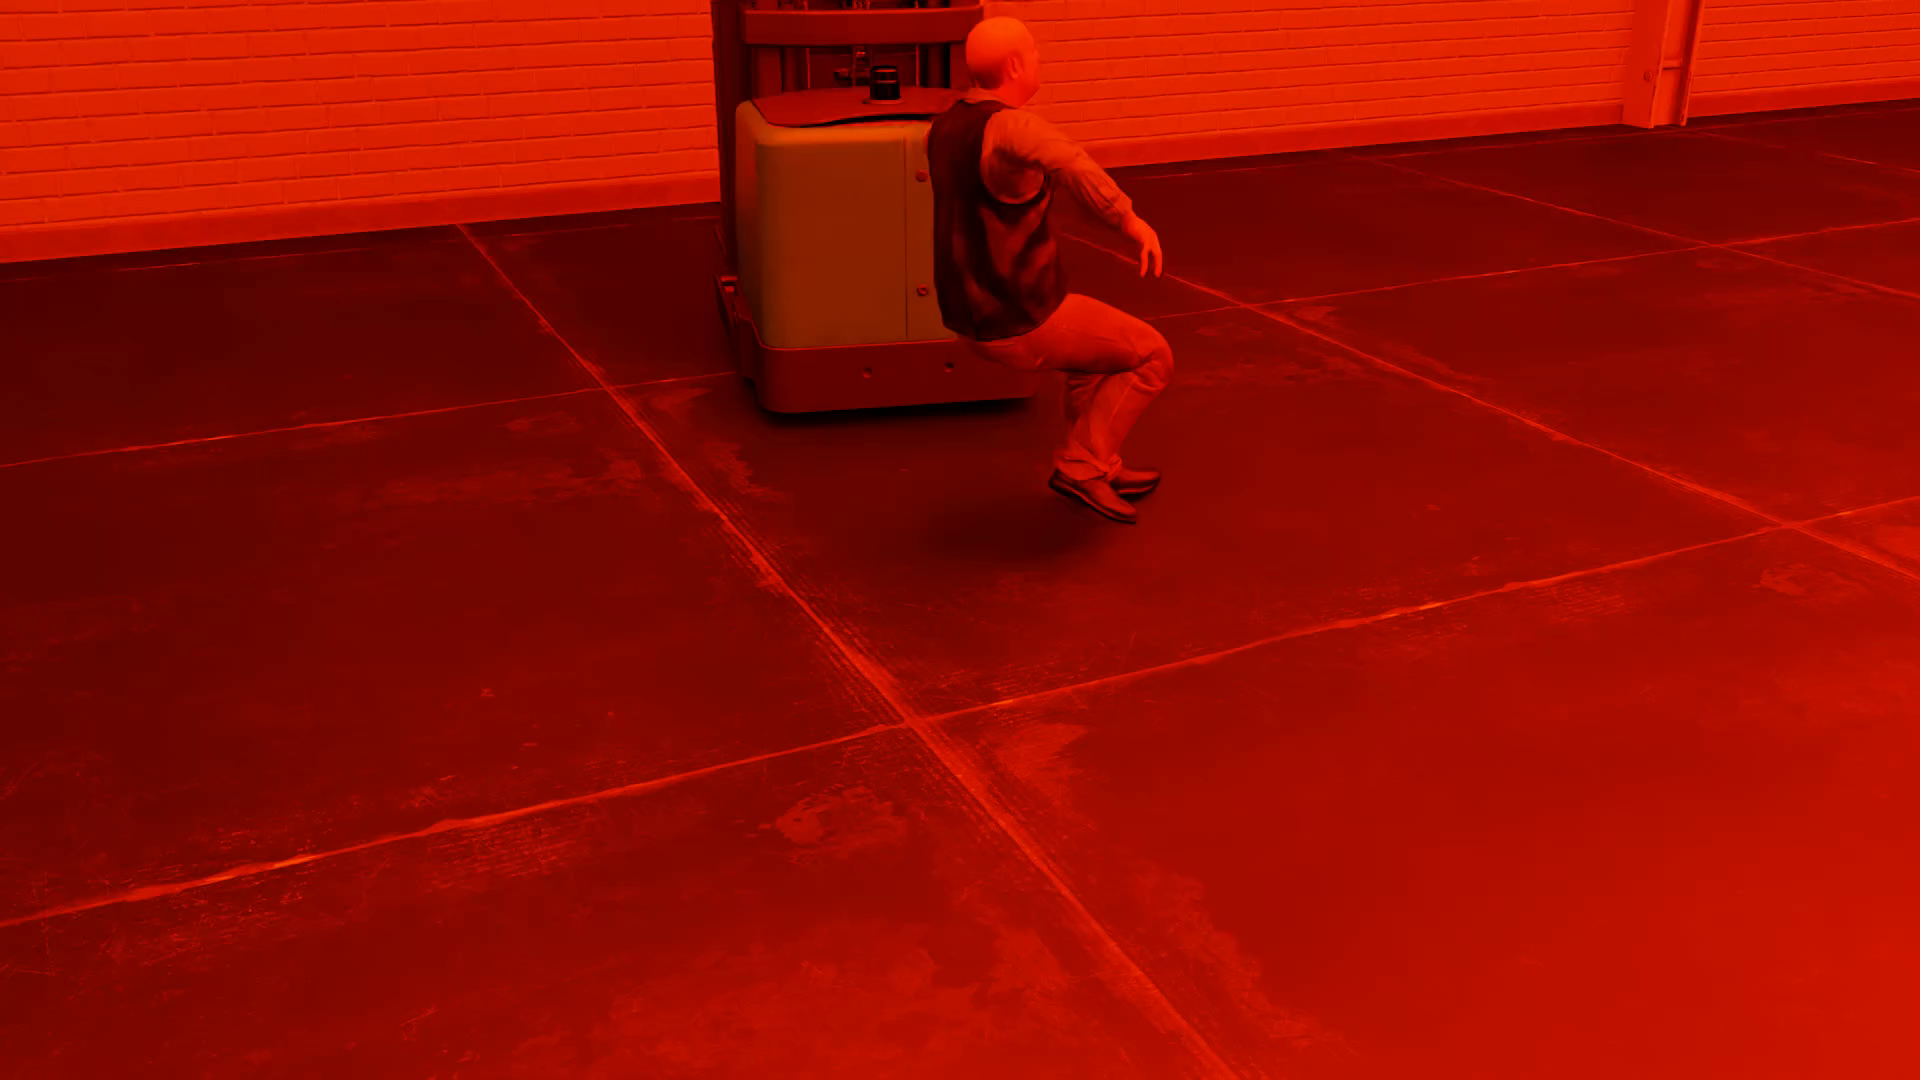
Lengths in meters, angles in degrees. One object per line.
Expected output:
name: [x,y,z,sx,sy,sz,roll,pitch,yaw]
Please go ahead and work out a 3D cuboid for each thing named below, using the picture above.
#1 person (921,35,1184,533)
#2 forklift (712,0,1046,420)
person: [0.333,-0.747,4.976,0.875,1.489,0.956,-20,30,-39]
forklift: [-0.495,-2.320,6.871,1.130,2.935,3.031,-5,23,-11]
